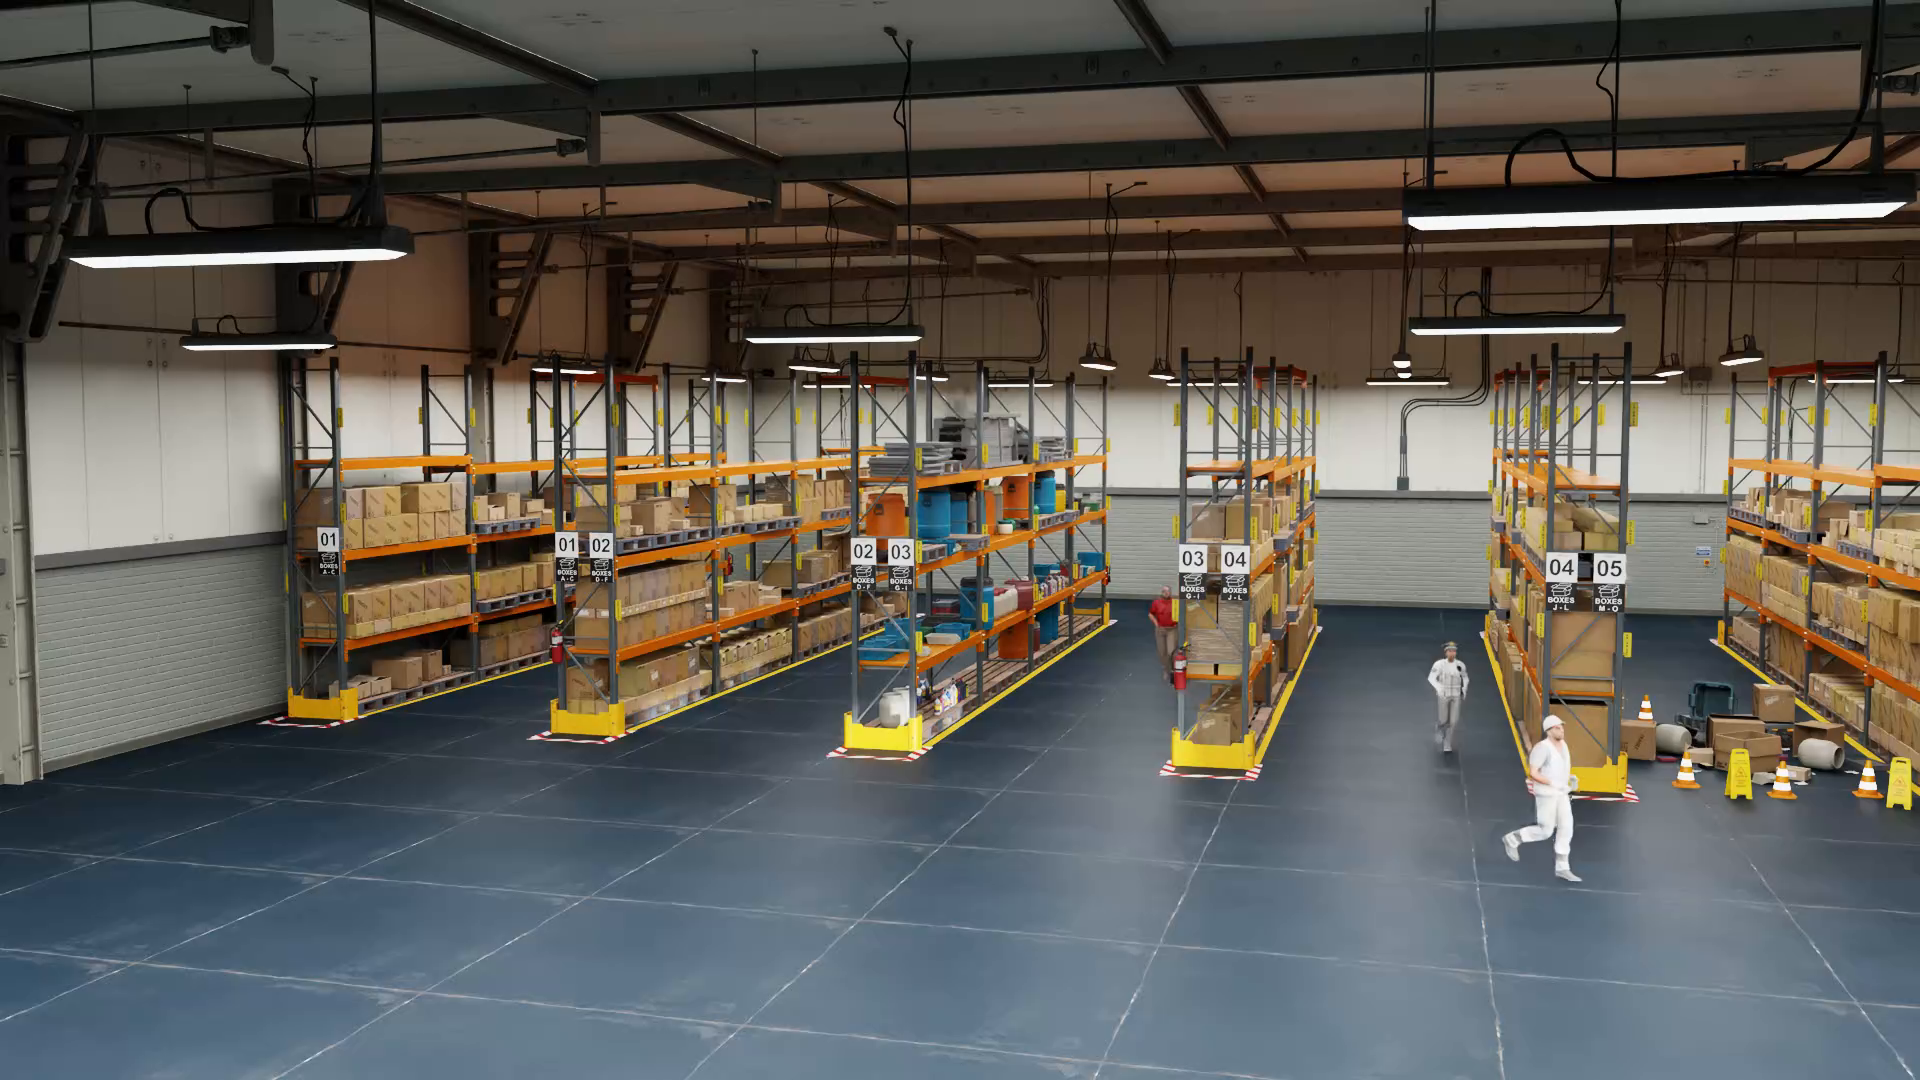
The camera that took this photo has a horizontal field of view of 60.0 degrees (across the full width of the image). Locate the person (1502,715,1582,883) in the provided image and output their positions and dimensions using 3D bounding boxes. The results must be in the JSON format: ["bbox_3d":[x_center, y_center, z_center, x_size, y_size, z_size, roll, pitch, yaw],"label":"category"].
[{"bbox_3d":[6.425,2.791,18.203,0.664,1.781,0.886,-3,5,-37],"label":"person"}]

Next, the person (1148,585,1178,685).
[{"bbox_3d":[3.688,1.707,29.765,0.657,1.781,0.638,1,4,15],"label":"person"}]

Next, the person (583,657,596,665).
[{"bbox_3d":[-6.844,1.887,30.878,0.618,1.669,0.890,0,4,3],"label":"person"}]

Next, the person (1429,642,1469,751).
[{"bbox_3d":[7.364,2.339,25.027,0.602,1.652,0.543,0,4,4],"label":"person"}]
